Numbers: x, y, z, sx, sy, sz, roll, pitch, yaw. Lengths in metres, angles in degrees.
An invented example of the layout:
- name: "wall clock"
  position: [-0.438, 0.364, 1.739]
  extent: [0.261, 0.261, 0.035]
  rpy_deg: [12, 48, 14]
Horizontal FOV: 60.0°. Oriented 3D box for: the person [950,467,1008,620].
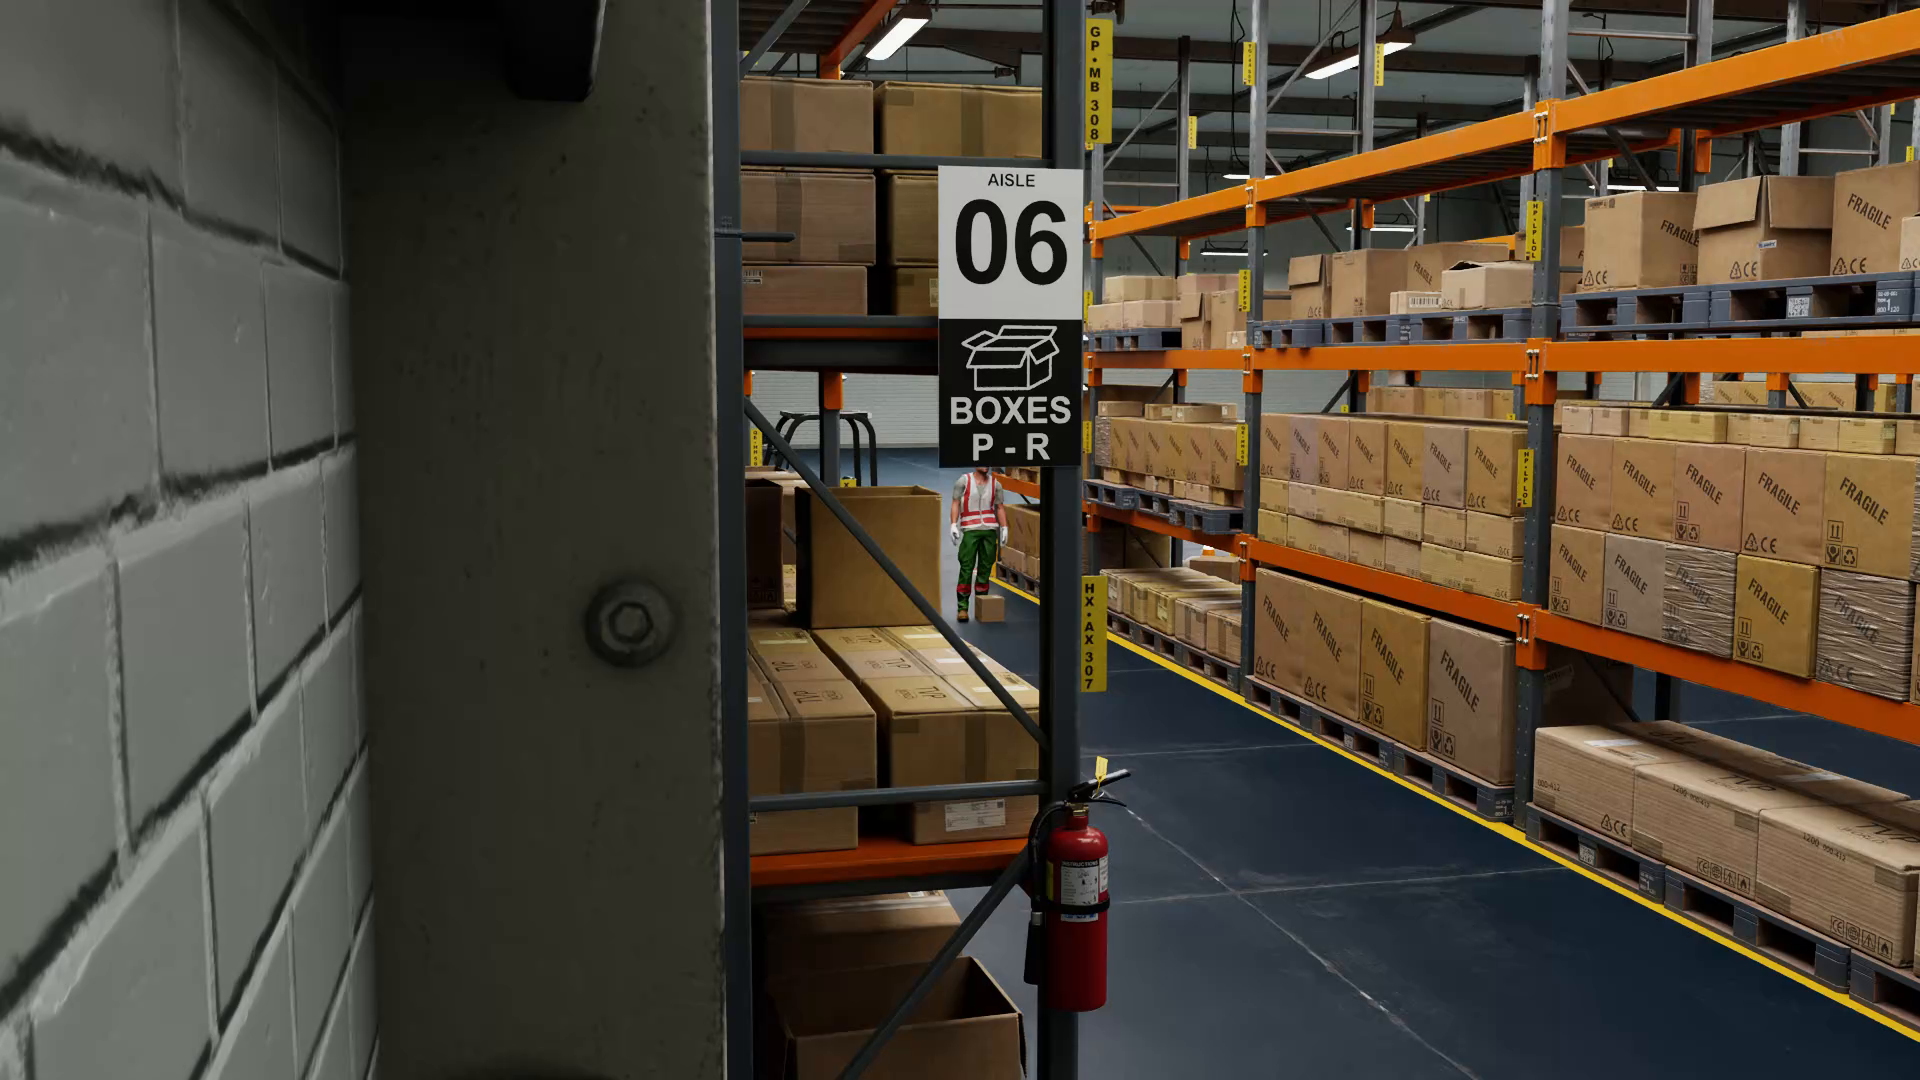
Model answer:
- name: "person"
  position: [0.216, -0.069, 17.583]
  extent: [0.638, 1.784, 0.563]
  rpy_deg: [-2, 6, -15]
